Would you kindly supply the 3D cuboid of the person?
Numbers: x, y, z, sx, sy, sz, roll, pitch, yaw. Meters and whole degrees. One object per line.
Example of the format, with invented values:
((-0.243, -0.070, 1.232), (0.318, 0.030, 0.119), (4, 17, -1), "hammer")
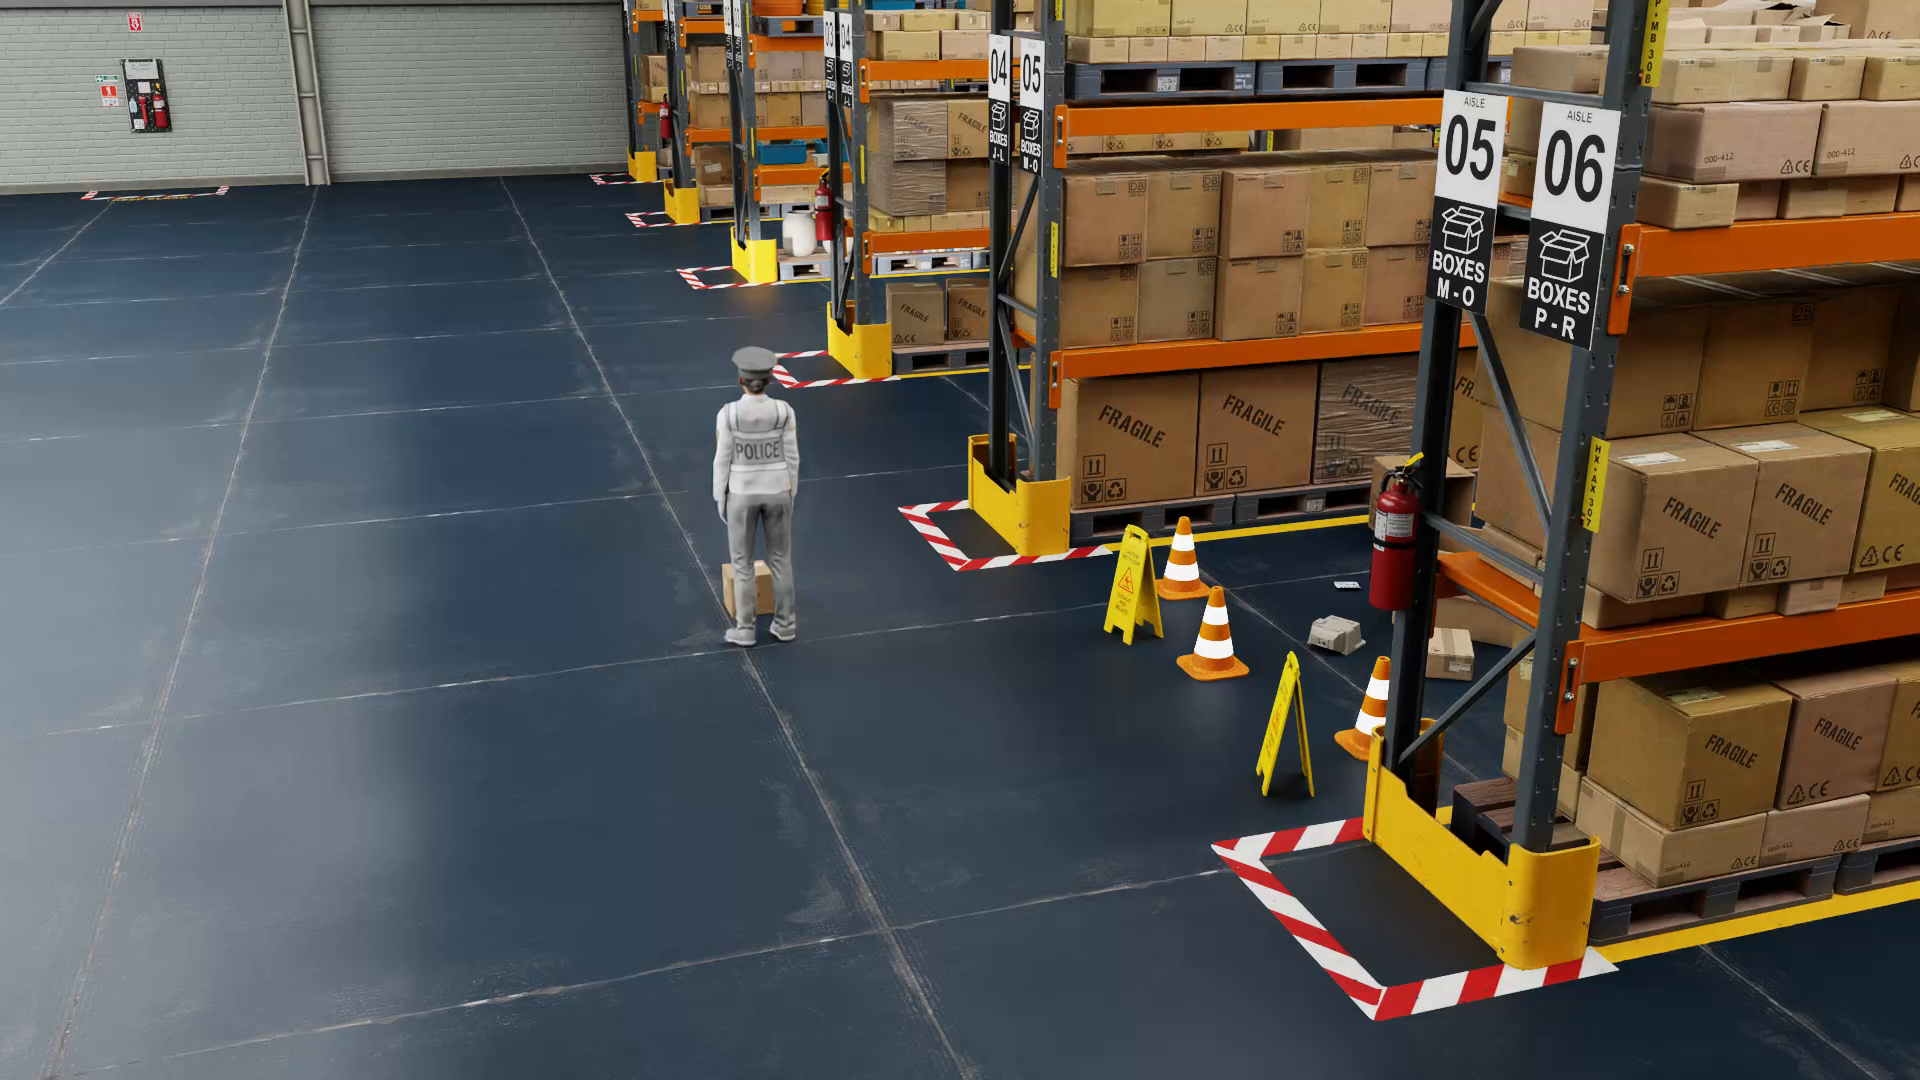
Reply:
((-1.127, -0.229, 9.217), (0.477, 1.694, 0.337), (-6, 20, -16), "person")
